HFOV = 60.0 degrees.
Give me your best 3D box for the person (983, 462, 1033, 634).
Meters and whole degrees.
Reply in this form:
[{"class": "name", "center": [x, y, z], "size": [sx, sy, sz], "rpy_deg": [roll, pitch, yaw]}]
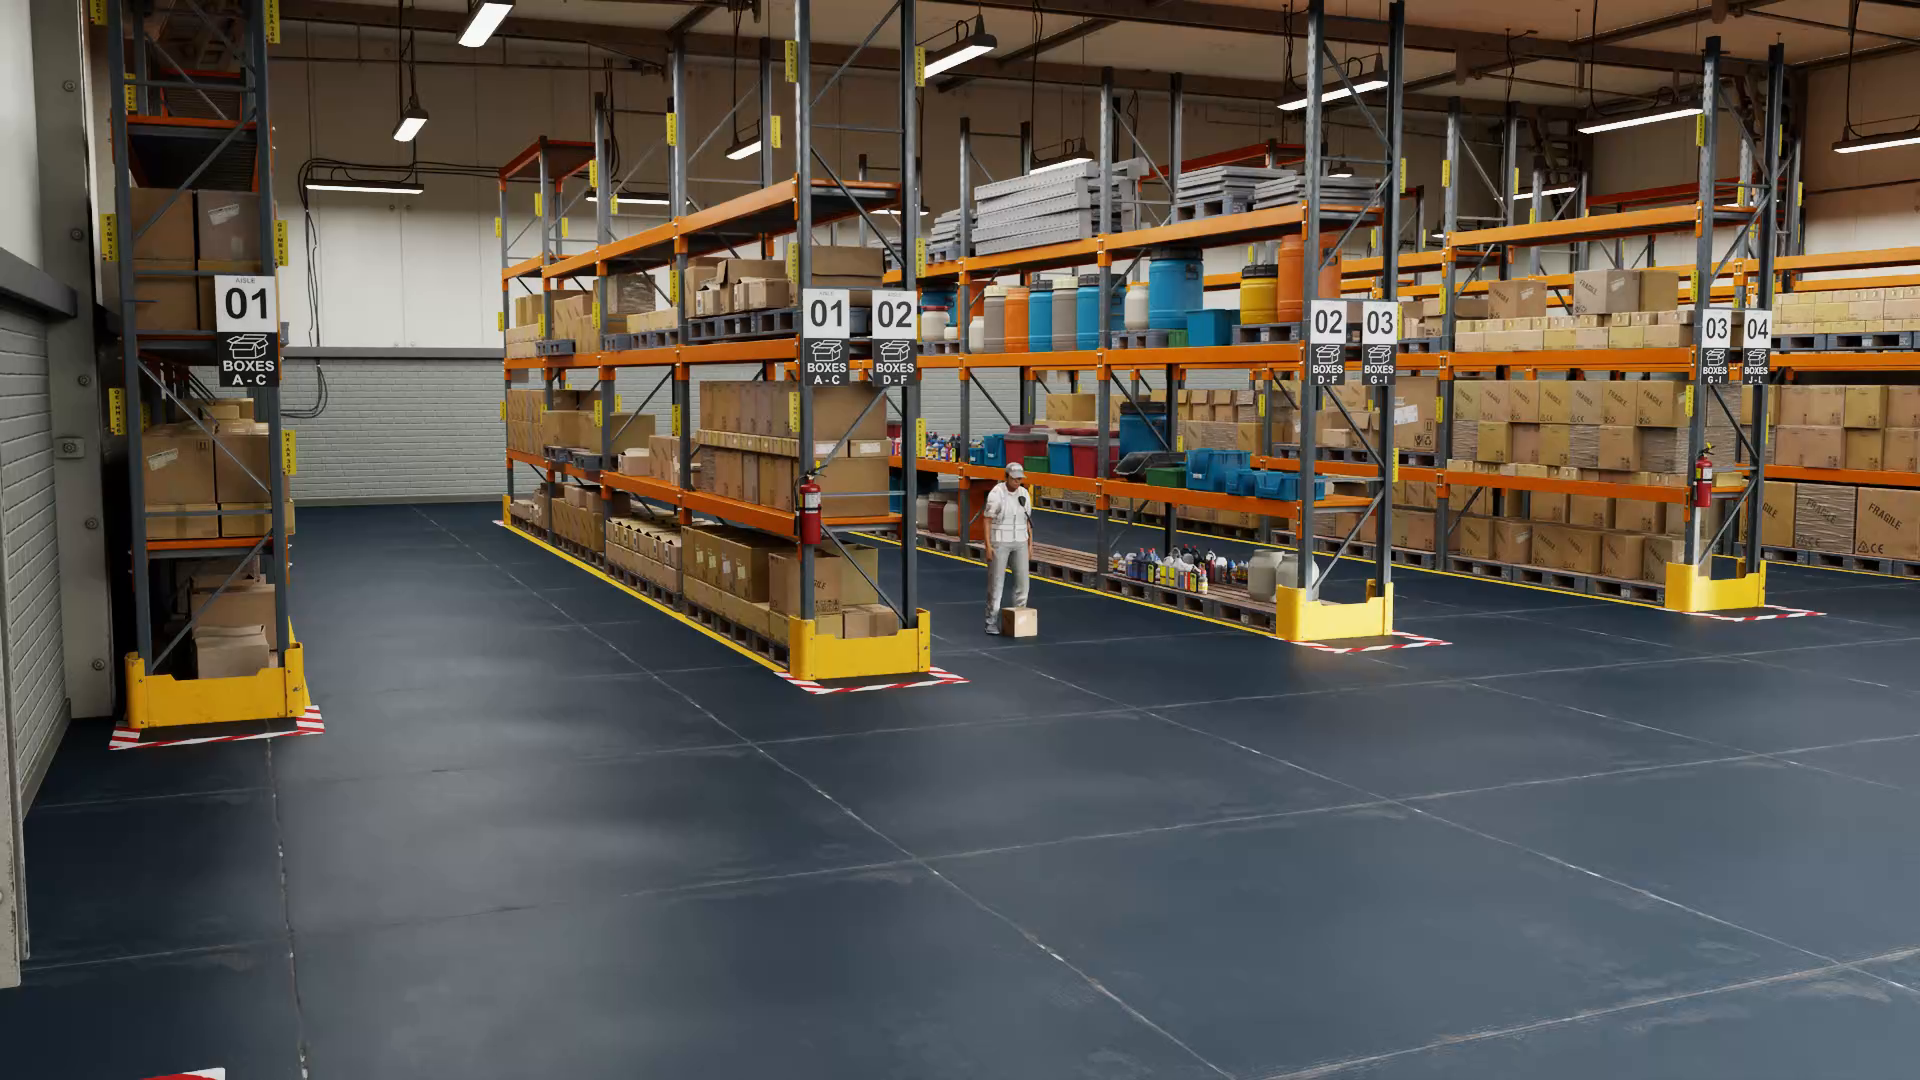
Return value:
[{"class": "person", "center": [0.477, 0.069, 16.253], "size": [0.537, 1.665, 0.468], "rpy_deg": [-2, 6, -24]}]
